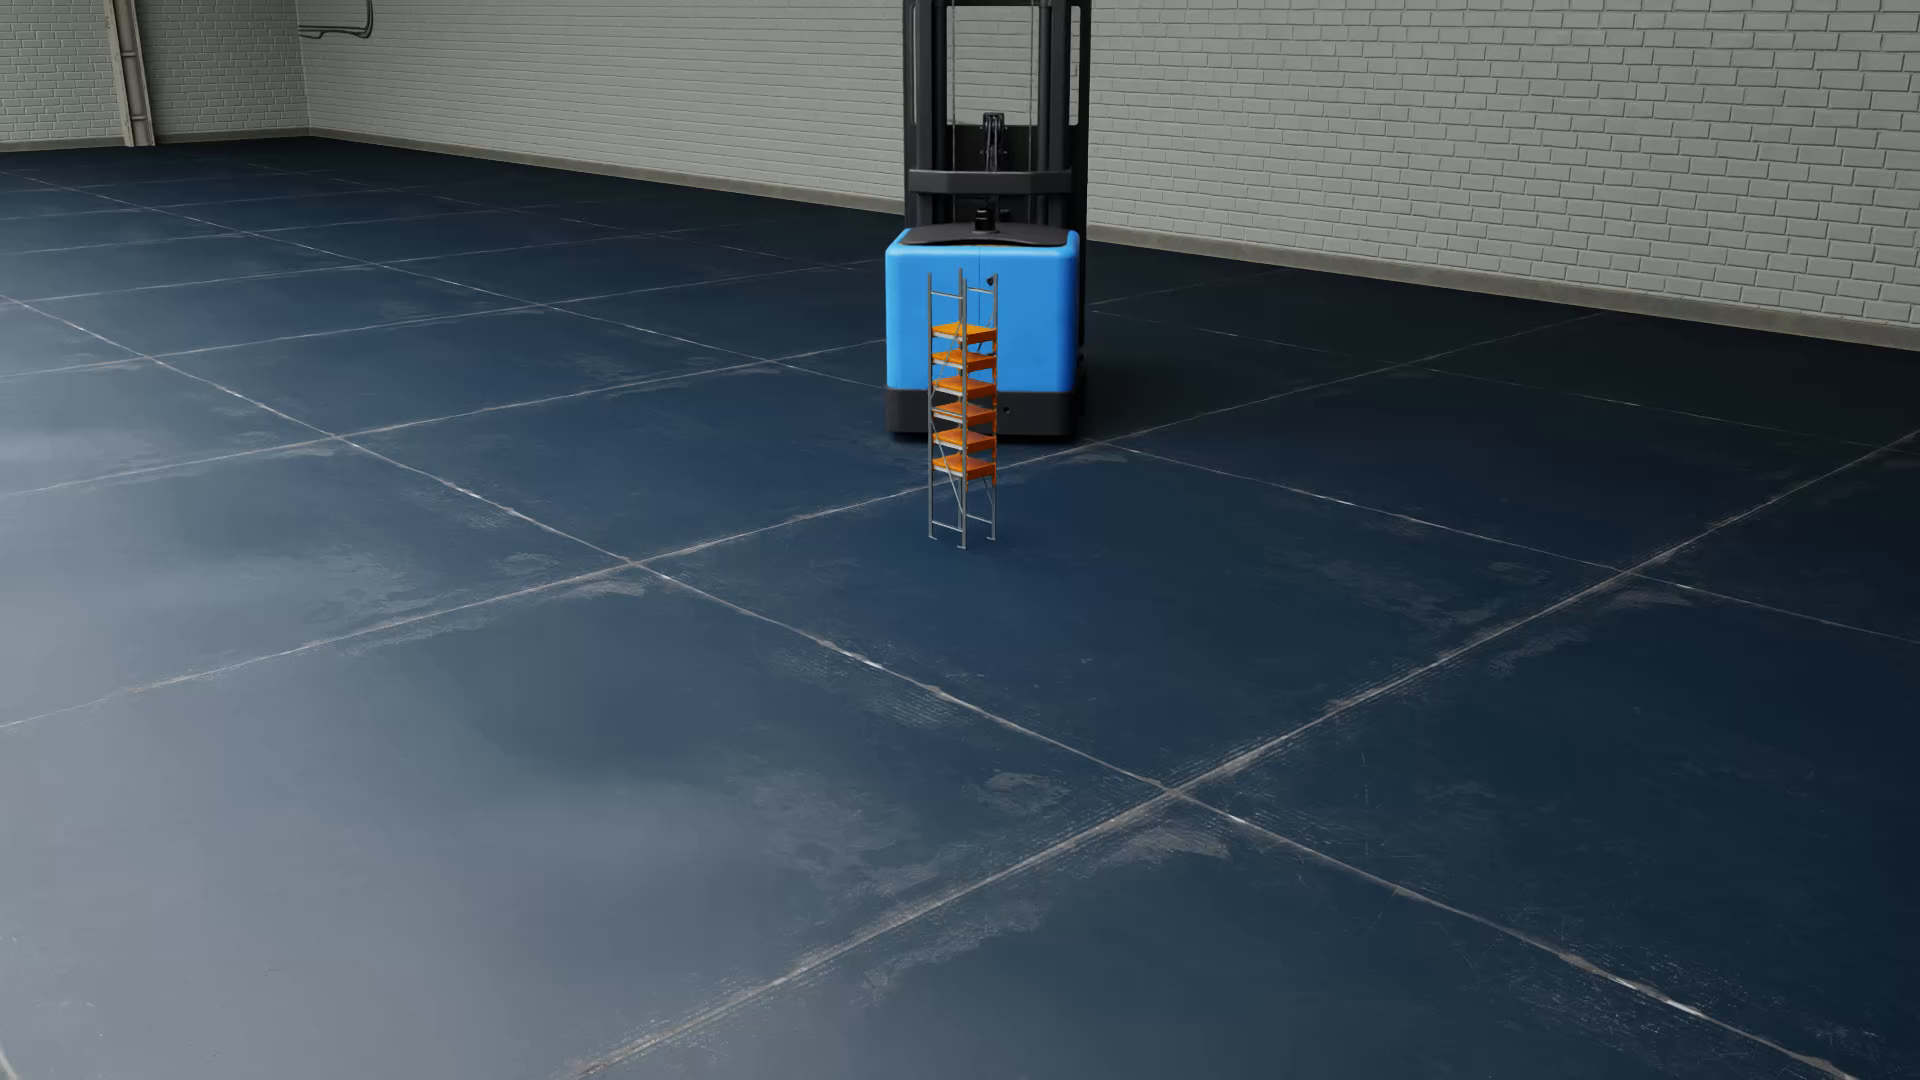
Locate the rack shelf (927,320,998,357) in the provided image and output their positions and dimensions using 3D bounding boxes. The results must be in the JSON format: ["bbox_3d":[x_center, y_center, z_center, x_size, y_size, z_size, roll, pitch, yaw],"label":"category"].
[{"bbox_3d":[0.011,-0.874,7.212,0.180,0.103,0.258,-16,24,-41],"label":"rack shelf"}]

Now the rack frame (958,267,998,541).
[{"bbox_3d":[0.077,-0.593,7.369,0.006,1.200,0.240,-16,24,-41],"label":"rack frame"}]

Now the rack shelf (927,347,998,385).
[{"bbox_3d":[0.011,-0.760,7.249,0.180,0.103,0.258,-16,24,-41],"label":"rack shelf"}]

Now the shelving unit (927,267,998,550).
[{"bbox_3d":[0.011,-0.574,7.309,0.189,1.200,0.258,-16,24,-41],"label":"shelving unit"}]

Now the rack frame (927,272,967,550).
[{"bbox_3d":[-0.056,-0.554,7.249,0.006,1.200,0.240,-16,24,-41],"label":"rack frame"}]

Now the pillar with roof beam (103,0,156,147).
[{"bbox_3d":[-10.800,-9.937,23.542,0.400,9.000,9.100,-16,24,-41],"label":"pillar with roof beam"}]

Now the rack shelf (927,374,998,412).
[{"bbox_3d":[0.011,-0.646,7.286,0.180,0.103,0.258,-16,24,-41],"label":"rack shelf"}]

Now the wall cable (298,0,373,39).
[{"bbox_3d":[-10.709,-9.752,28.008,0.112,2.526,3.097,-16,24,-41],"label":"wall cable"}]

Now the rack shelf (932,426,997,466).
[{"bbox_3d":[0.011,-0.417,7.360,0.180,0.103,0.258,-16,24,-41],"label":"rack shelf"}]

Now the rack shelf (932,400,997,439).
[{"bbox_3d":[0.011,-0.532,7.323,0.180,0.103,0.258,-16,24,-41],"label":"rack shelf"}]

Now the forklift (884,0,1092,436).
[{"bbox_3d":[0.234,-2.365,10.026,1.130,2.935,3.031,2,18,5],"label":"forklift"}]

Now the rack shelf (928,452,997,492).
[{"bbox_3d":[0.011,-0.303,7.397,0.180,0.103,0.258,-16,24,-41],"label":"rack shelf"}]
